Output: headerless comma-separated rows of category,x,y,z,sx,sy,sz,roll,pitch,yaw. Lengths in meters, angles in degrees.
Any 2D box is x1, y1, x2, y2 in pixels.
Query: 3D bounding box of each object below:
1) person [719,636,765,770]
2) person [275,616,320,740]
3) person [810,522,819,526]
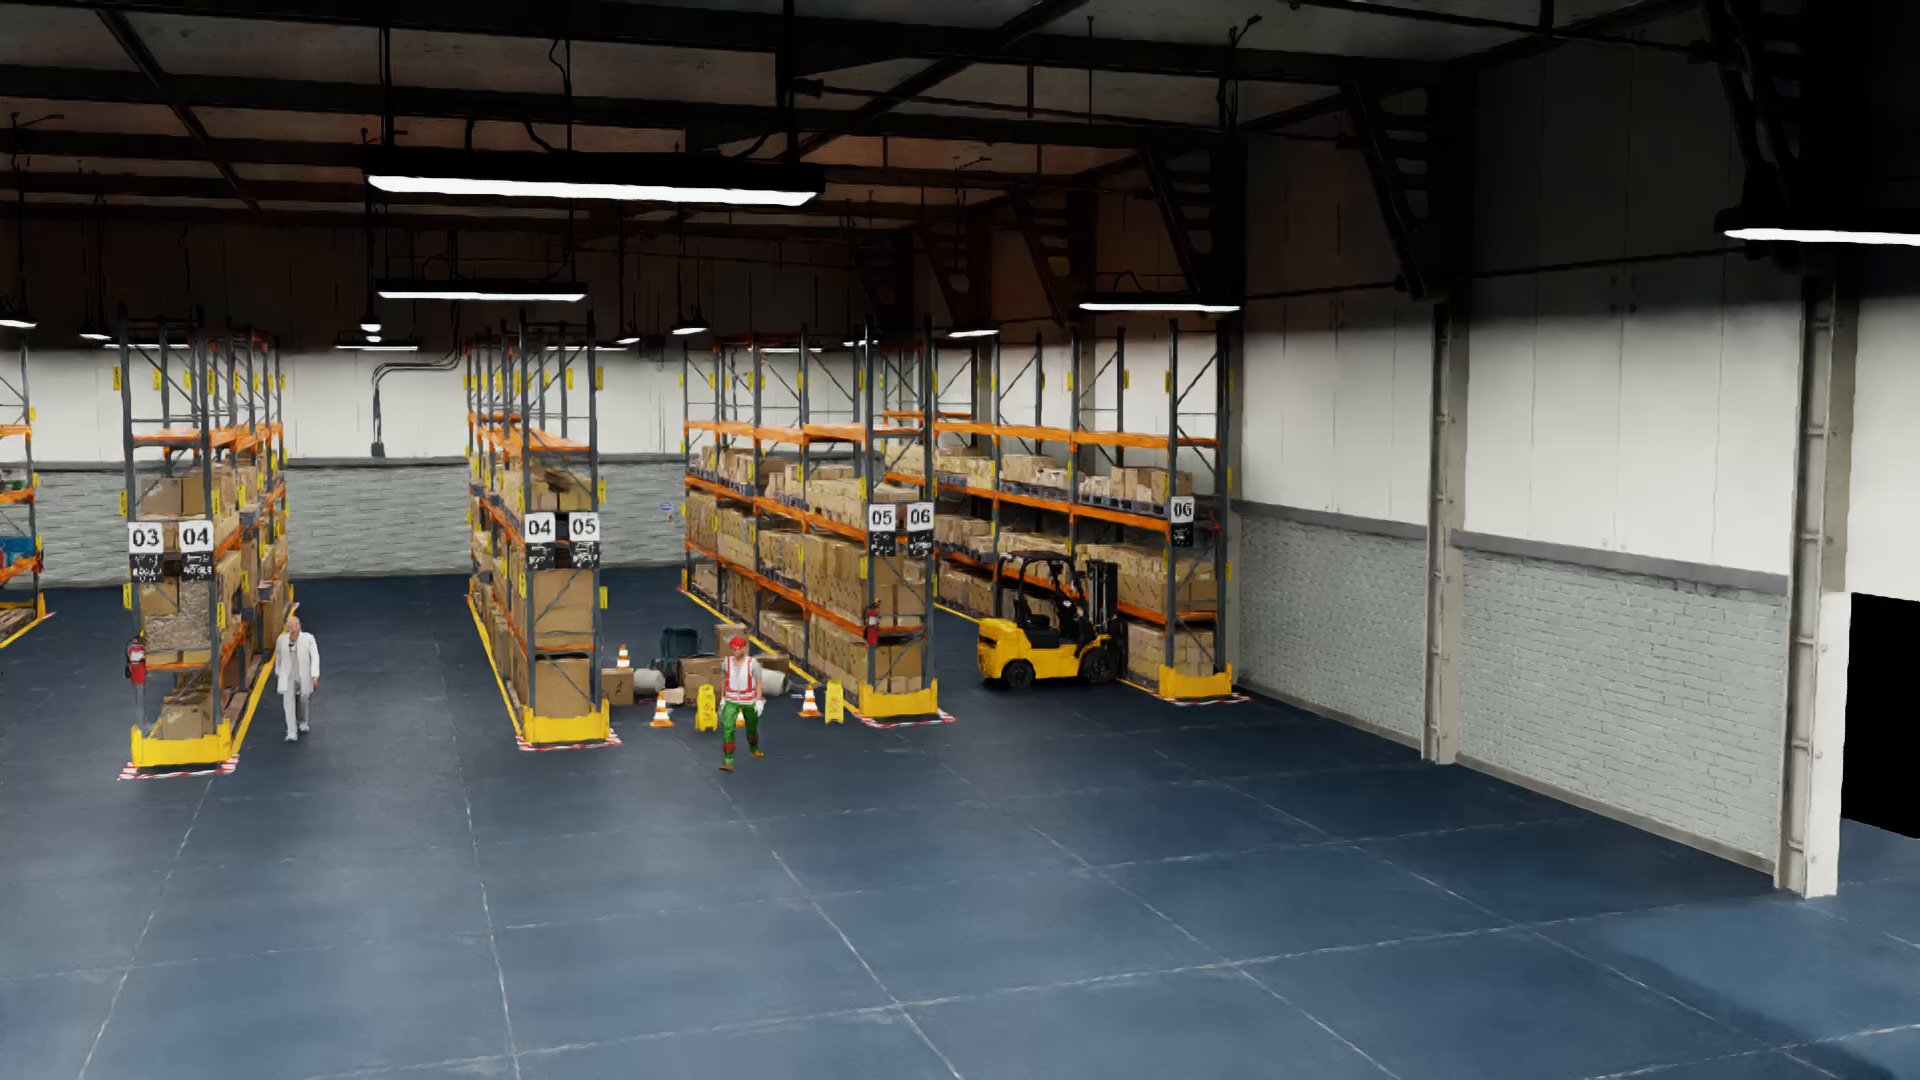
person,-2.853,2.093,21.684,0.594,1.736,0.988,0,5,1
person,-9.339,1.919,23.436,0.603,1.724,1.110,-2,6,-20
person,-3.918,-0.103,45.431,0.607,1.658,0.470,4,7,36
